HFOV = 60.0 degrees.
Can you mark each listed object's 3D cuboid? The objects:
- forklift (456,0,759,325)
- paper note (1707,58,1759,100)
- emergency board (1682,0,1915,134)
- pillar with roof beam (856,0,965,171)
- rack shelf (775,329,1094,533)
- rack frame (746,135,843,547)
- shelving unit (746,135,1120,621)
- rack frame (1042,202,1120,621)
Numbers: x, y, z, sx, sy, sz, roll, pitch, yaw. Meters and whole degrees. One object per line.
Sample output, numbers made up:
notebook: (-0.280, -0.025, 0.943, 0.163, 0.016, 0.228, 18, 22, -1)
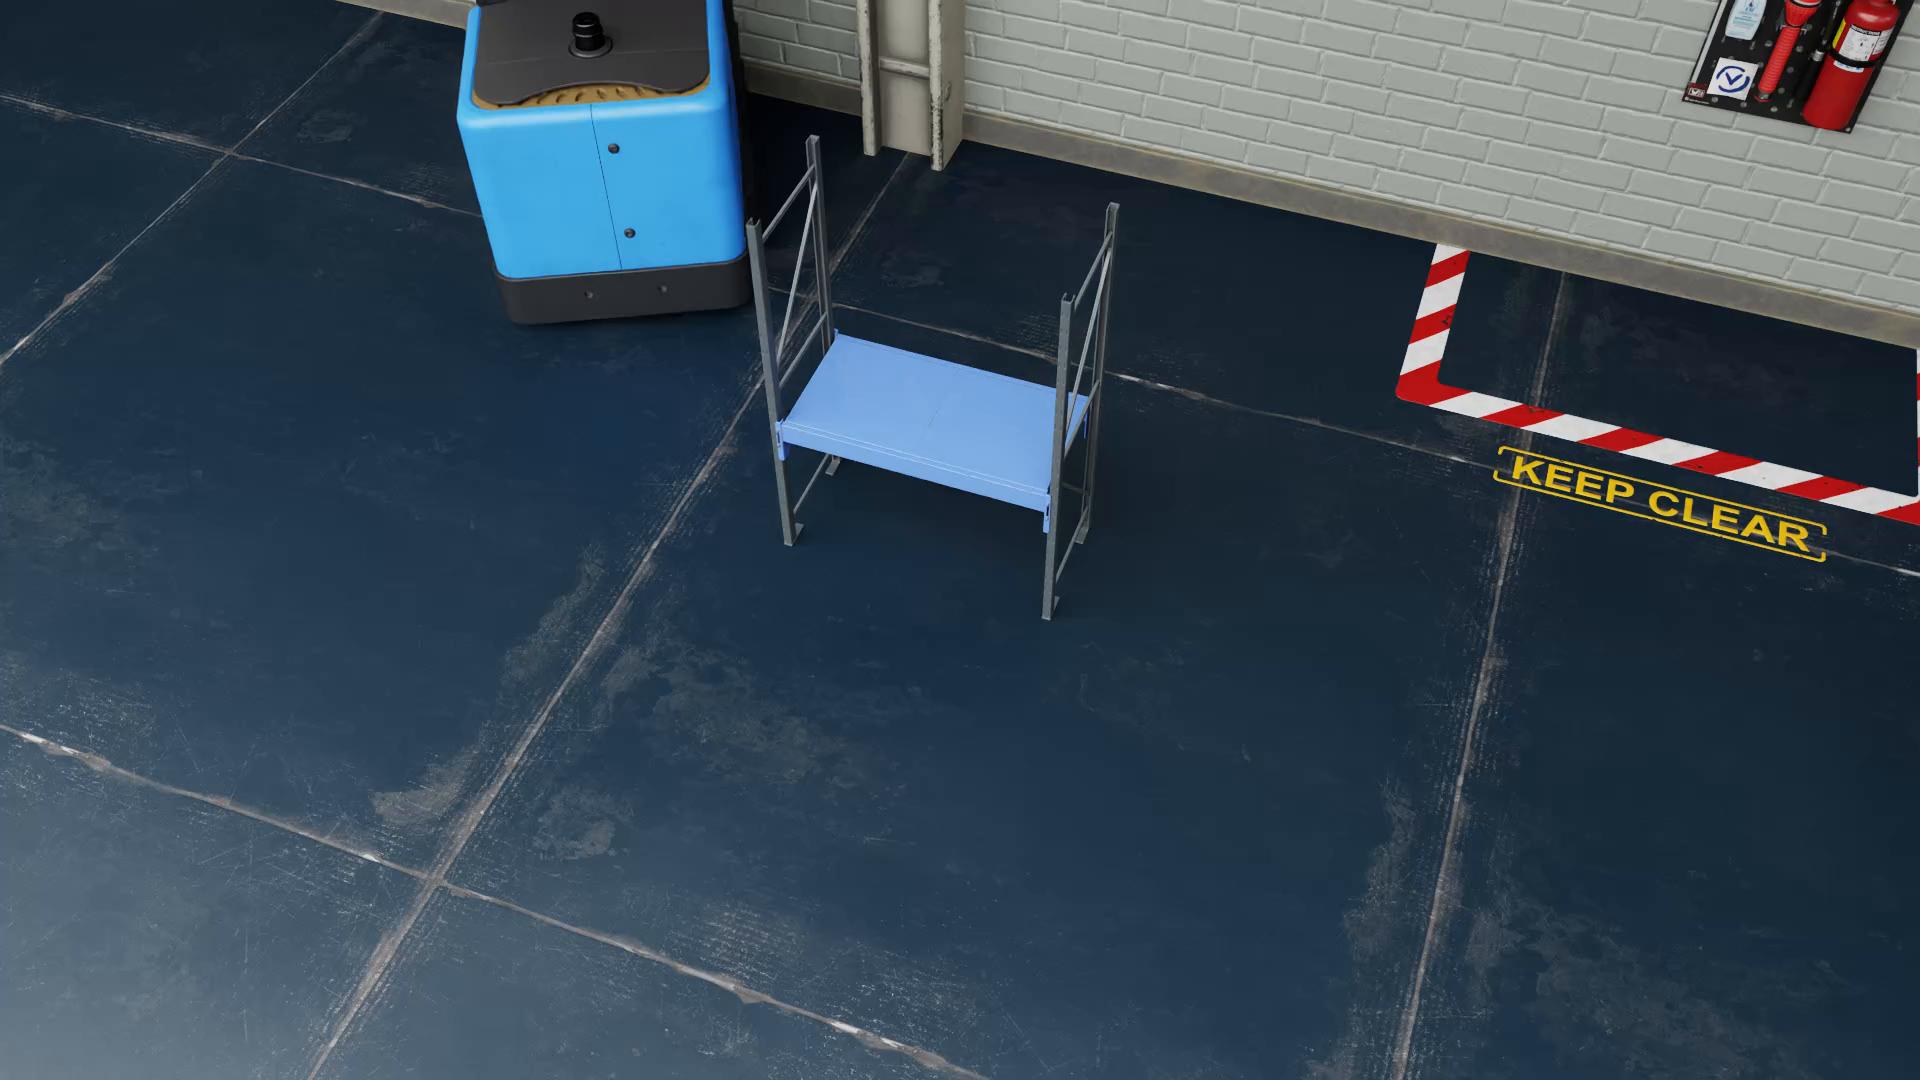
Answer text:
forklift: (-1.573, -2.985, 6.897, 1.130, 2.935, 3.031, -6, 49, -5)
paper note: (2.965, -1.769, 6.381, 0.142, 0.148, 0.016, 16, 51, 13)
emergency board: (3.107, -1.962, 5.965, 0.643, 1.169, 0.194, 16, 51, 13)
pillar with roof beam: (-1.708, -1.772, 1.831, 0.400, 9.000, 9.100, 16, 51, 13)
rack shelf: (-0.080, -0.396, 5.839, 1.000, 0.185, 0.538, 16, 51, 13)
rack frame: (-0.557, -0.647, 5.818, 0.032, 1.500, 0.500, 16, 51, 13)
shelving unit: (-0.080, -0.514, 5.703, 1.048, 1.500, 0.538, 16, 51, 13)
rack frame: (0.397, -0.380, 5.587, 0.032, 1.500, 0.500, 16, 51, 13)
